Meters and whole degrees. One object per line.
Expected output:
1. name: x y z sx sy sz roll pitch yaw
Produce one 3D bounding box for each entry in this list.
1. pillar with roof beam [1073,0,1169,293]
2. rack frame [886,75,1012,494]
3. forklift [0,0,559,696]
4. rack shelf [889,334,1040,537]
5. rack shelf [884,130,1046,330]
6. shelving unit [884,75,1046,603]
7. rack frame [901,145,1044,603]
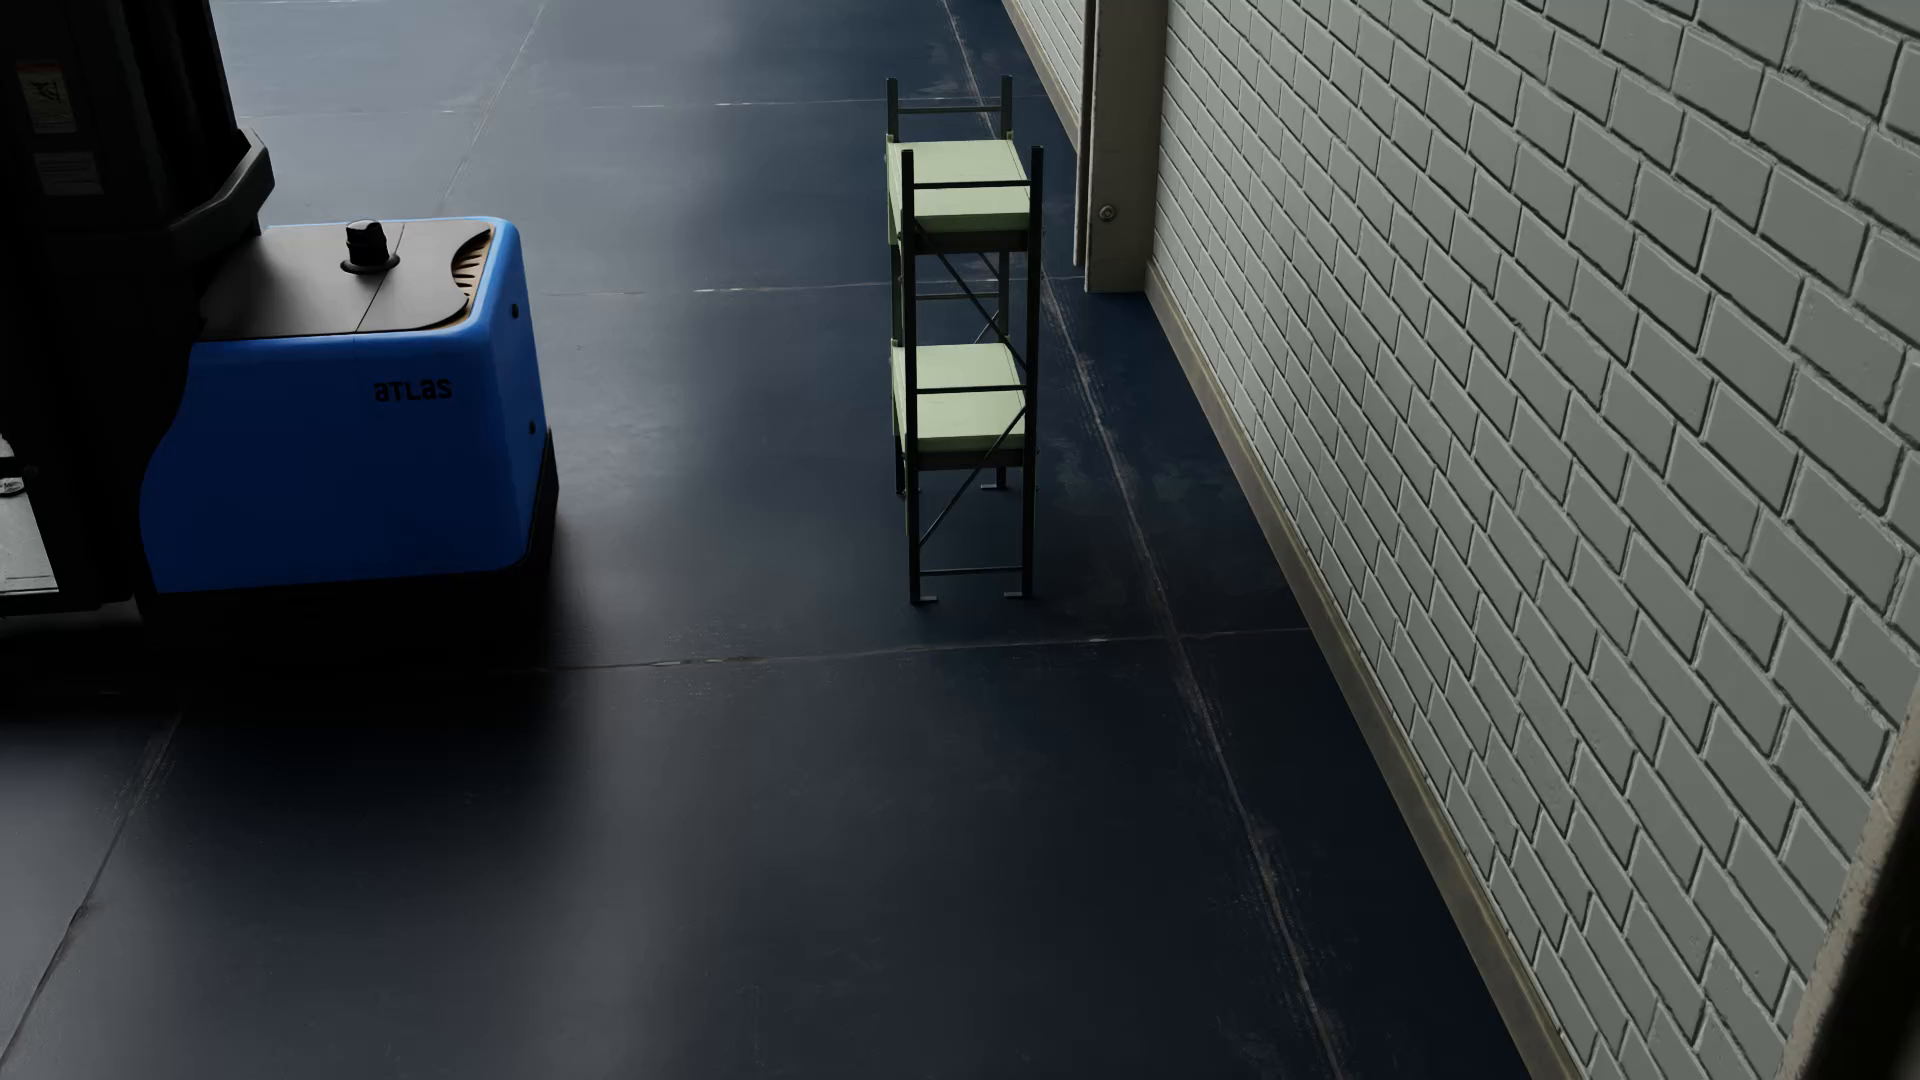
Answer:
1. pillar with roof beam: -3.570 -4.902 5.181 9.100 9.000 0.400 -3 31 -5
2. rack frame: -0.034 -0.827 5.673 0.400 1.500 0.023 -3 31 -5
3. forklift: -2.872 -1.062 4.669 3.031 2.935 1.130 -4 31 -7
4. rack shelf: 0.001 -0.361 5.527 0.431 0.370 0.720 -3 31 -5
5. rack shelf: 0.001 -0.976 5.160 0.431 0.370 0.720 -3 31 -5
6. shelving unit: 0.001 -0.640 5.360 0.431 1.500 0.755 -3 31 -5
7. rack frame: 0.035 -0.454 5.047 0.400 1.500 0.023 -3 31 -5
